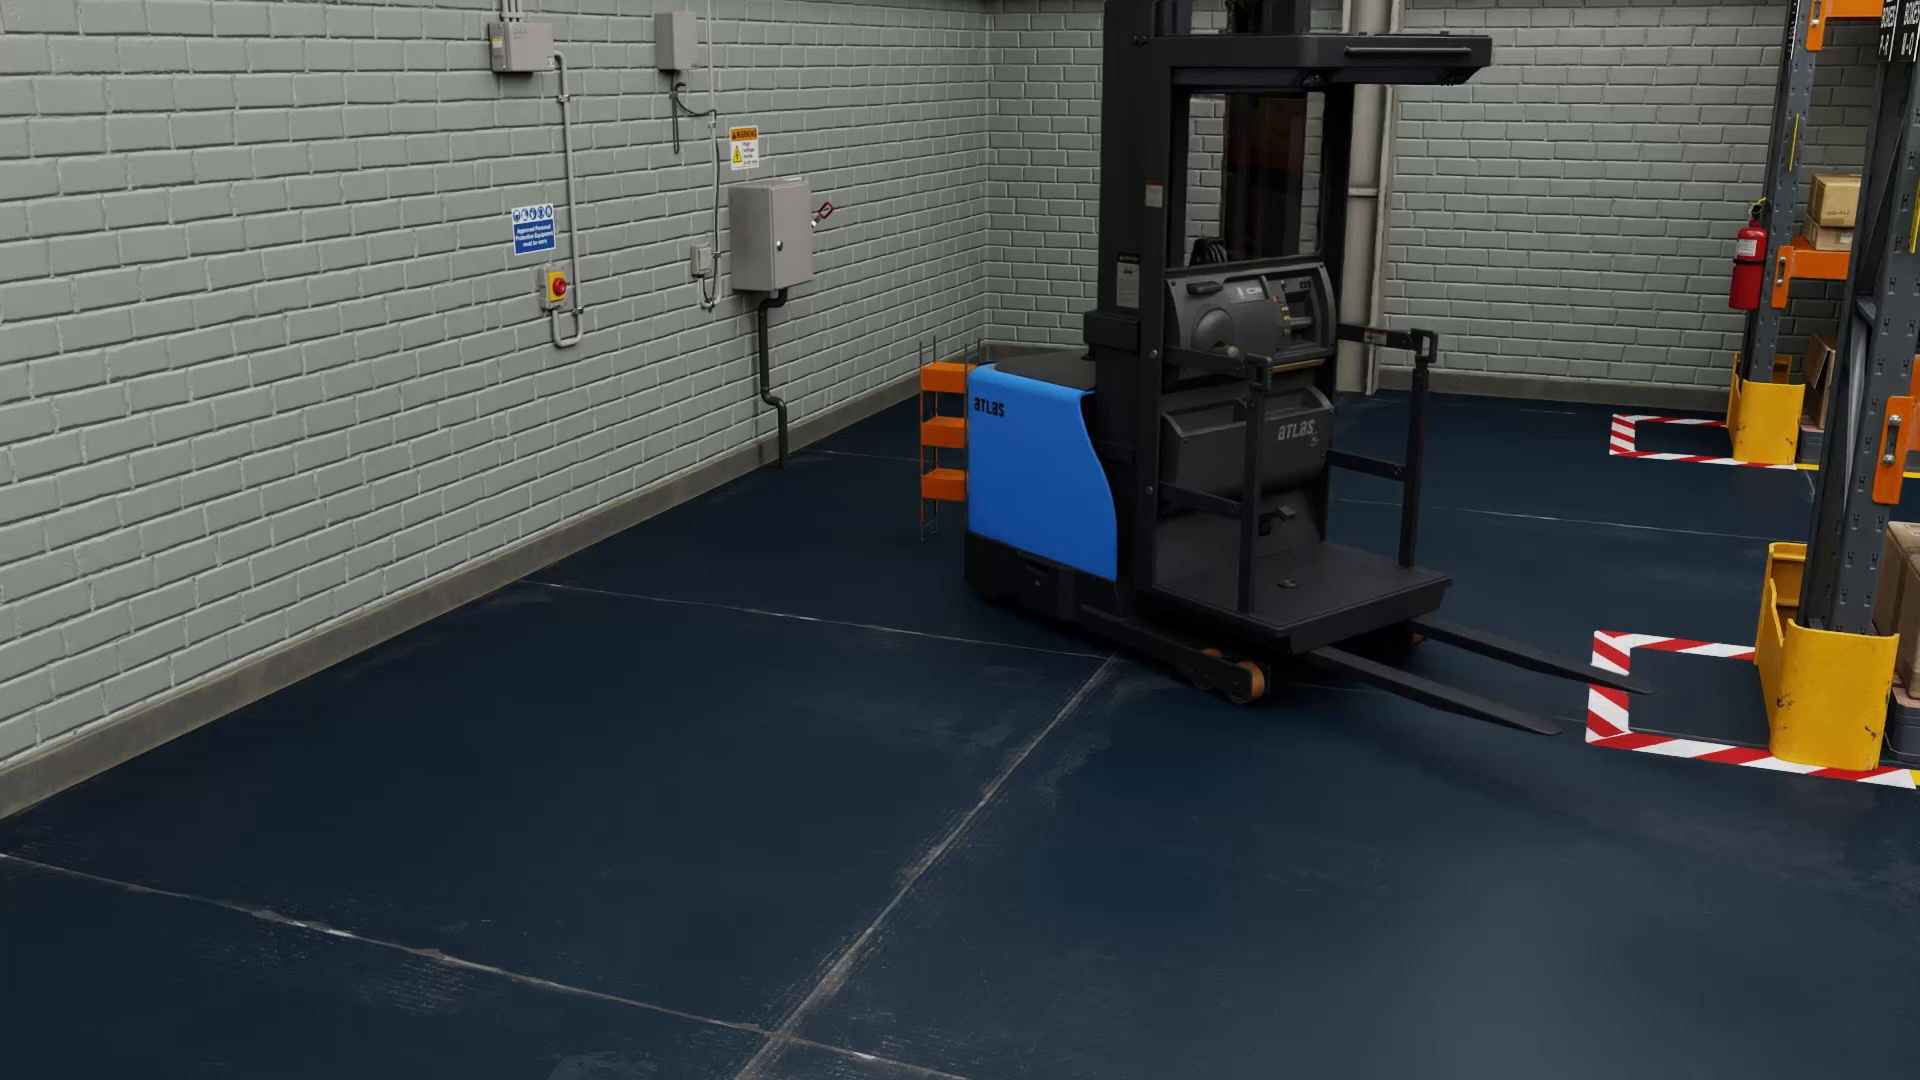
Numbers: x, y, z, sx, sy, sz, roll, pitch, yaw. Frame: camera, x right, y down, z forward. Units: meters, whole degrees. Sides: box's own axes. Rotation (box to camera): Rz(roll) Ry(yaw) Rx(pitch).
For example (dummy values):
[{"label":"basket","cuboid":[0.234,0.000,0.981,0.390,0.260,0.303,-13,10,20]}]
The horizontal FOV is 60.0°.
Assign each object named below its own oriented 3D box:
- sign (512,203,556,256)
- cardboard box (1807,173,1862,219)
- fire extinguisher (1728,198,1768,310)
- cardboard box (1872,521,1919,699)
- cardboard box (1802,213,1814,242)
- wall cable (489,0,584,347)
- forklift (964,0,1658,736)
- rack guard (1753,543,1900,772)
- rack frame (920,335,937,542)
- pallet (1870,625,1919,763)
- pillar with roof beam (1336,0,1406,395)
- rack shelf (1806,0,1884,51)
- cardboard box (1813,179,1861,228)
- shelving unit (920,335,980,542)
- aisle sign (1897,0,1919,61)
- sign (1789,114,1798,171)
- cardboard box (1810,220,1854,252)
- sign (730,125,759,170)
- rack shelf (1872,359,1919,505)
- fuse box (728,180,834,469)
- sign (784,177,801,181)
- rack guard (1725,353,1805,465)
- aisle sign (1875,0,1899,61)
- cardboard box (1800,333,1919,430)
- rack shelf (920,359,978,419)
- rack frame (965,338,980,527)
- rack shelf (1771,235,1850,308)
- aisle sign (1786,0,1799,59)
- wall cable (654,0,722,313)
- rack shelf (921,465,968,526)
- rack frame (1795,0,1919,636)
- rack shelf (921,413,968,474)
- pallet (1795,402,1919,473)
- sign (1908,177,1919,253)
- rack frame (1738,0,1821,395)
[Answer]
[{"label":"sign","cuboid":[-2.024,-1.478,7.900,0.001,0.218,0.327,6,17,21]},{"label":"cardboard box","cuboid":[5.648,-2.164,10.483,0.500,0.250,0.500,7,18,22]},{"label":"fire extinguisher","cuboid":[4.816,-1.750,10.131,0.183,0.674,0.296,6,17,21]},{"label":"cardboard box","cuboid":[3.956,0.287,6.149,0.875,0.438,0.875,6,17,19]},{"label":"cardboard box","cuboid":[5.530,-1.987,10.587,0.250,0.149,0.380,6,17,20]},{"label":"wall cable","cuboid":[-1.949,-1.858,7.813,0.123,1.953,0.585,6,17,21]},{"label":"forklift","cuboid":[1.326,-0.925,6.602,1.130,2.935,3.031,-12,20,-36]},{"label":"rack guard","cuboid":[3.283,0.414,6.350,0.348,0.500,1.175,6,17,21]},{"label":"rack frame","cuboid":[-0.163,-0.522,8.589,0.008,1.050,0.200,6,17,21]},{"label":"pallet","cuboid":[4.078,0.617,6.170,1.213,0.211,1.003,6,17,21]},{"label":"pillar with roof beam","cuboid":[1.366,-4.346,7.502,0.400,9.000,9.100,6,17,21]},{"label":"rack shelf","cuboid":[6.983,-2.962,9.406,4.000,0.370,1.077,6,17,21]},{"label":"cardboard box","cuboid":[5.446,-2.026,10.008,0.500,0.250,0.500,6,17,21]},{"label":"shelving unit","cuboid":[-0.050,-0.510,8.546,0.252,1.050,0.215,6,17,21]},{"label":"aisle sign","cuboid":[3.132,-1.964,5.397,0.004,0.787,0.394,6,17,21]},{"label":"sign","cuboid":[4.924,-2.347,9.824,0.005,0.325,0.100,6,17,21]},{"label":"cardboard box","cuboid":[5.328,-1.846,10.103,0.250,0.149,0.380,6,17,20]},{"label":"sign","cuboid":[-1.255,-2.288,9.693,0.001,0.242,0.339,6,17,21]},{"label":"rack shelf","cuboid":[5.166,-0.234,5.389,4.000,0.370,1.077,6,17,21]},{"label":"fuse box","cuboid":[-1.042,-1.266,9.964,0.414,1.711,0.539,6,17,21]},{"label":"sign","cuboid":[-1.054,-1.988,10.312,0.001,0.494,0.329,6,17,21]},{"label":"rack guard","cuboid":[5.194,-0.863,10.751,0.348,0.500,1.175,6,17,21]},{"label":"aisle sign","cuboid":[3.352,-2.120,5.933,0.004,0.787,0.394,6,17,21]},{"label":"cardboard box","cuboid":[5.657,-0.987,10.418,0.637,0.503,0.797,6,17,18]},{"label":"rack shelf","cuboid":[-0.050,-0.772,8.470,0.240,0.259,0.215,6,17,21]},{"label":"rack frame","cuboid":[0.064,-0.497,8.503,0.008,1.050,0.200,6,17,21]},{"label":"rack shelf","cuboid":[6.983,-1.521,9.825,4.000,0.370,1.077,6,17,21]},{"label":"aisle sign","cuboid":[4.952,-3.251,9.828,0.004,0.787,0.394,6,17,21]},{"label":"wall cable","cuboid":[-1.439,-2.211,9.089,0.122,1.984,0.588,6,17,21]},{"label":"rack shelf","cuboid":[-0.050,-0.233,8.627,0.240,0.259,0.215,6,17,21]},{"label":"rack frame","cuboid":[3.305,-0.784,5.993,0.127,3.000,1.000,6,17,21]},{"label":"rack shelf","cuboid":[-0.050,-0.499,8.549,0.240,0.259,0.215,6,17,21]},{"label":"pallet","cuboid":[5.936,-0.643,10.511,1.213,0.211,1.003,6,17,21]},{"label":"sign","cuboid":[3.096,-1.094,5.368,0.005,0.325,0.100,6,17,21]},{"label":"rack frame","cuboid":[5.123,-2.072,10.429,0.127,3.000,1.000,6,17,21]}]
